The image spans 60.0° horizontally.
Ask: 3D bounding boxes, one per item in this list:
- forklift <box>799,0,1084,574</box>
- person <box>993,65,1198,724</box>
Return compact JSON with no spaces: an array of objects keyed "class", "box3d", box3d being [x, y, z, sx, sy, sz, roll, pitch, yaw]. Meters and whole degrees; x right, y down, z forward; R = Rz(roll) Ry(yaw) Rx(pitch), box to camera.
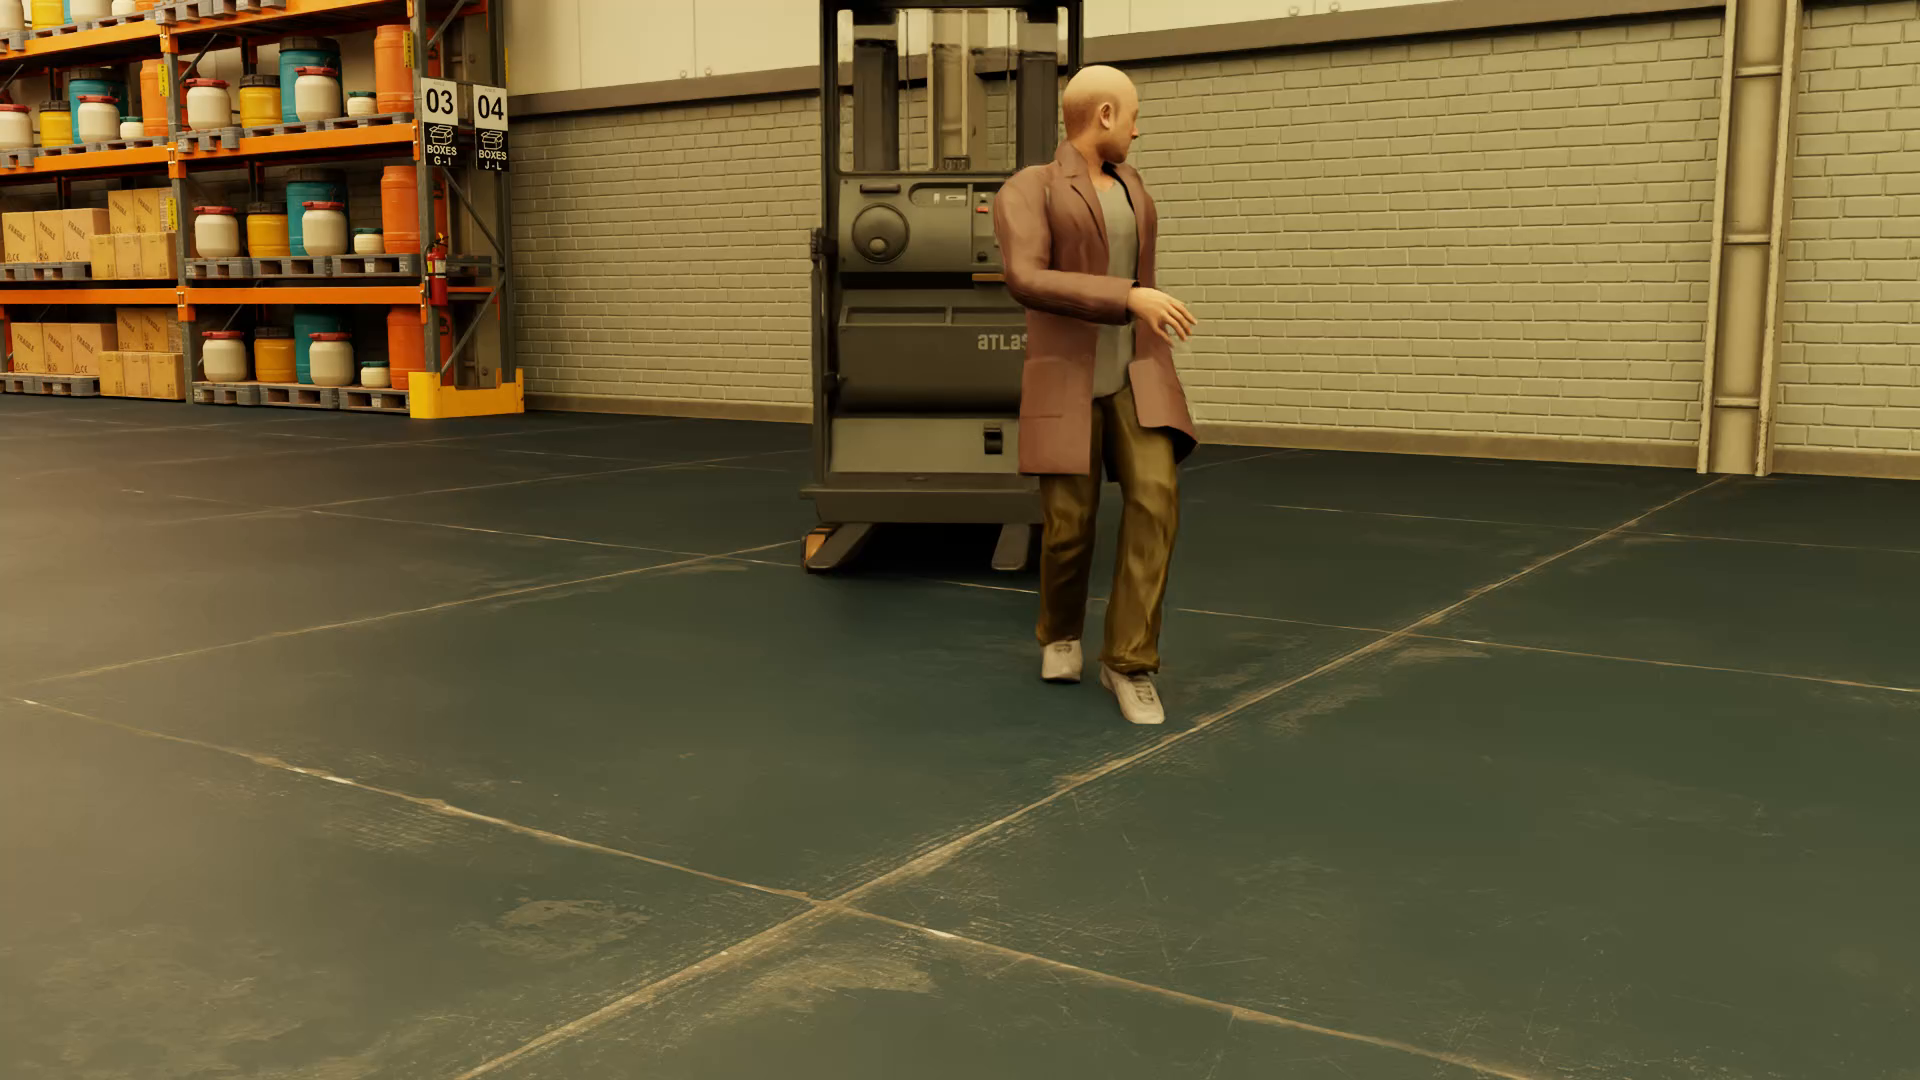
[{"class":"forklift","box3d":[-0.051,-1.351,6.696,1.130,2.935,3.031,1,8,4]},{"class":"person","box3d":[0.385,-0.409,4.600,0.628,1.758,0.966,-2,8,-15]}]
